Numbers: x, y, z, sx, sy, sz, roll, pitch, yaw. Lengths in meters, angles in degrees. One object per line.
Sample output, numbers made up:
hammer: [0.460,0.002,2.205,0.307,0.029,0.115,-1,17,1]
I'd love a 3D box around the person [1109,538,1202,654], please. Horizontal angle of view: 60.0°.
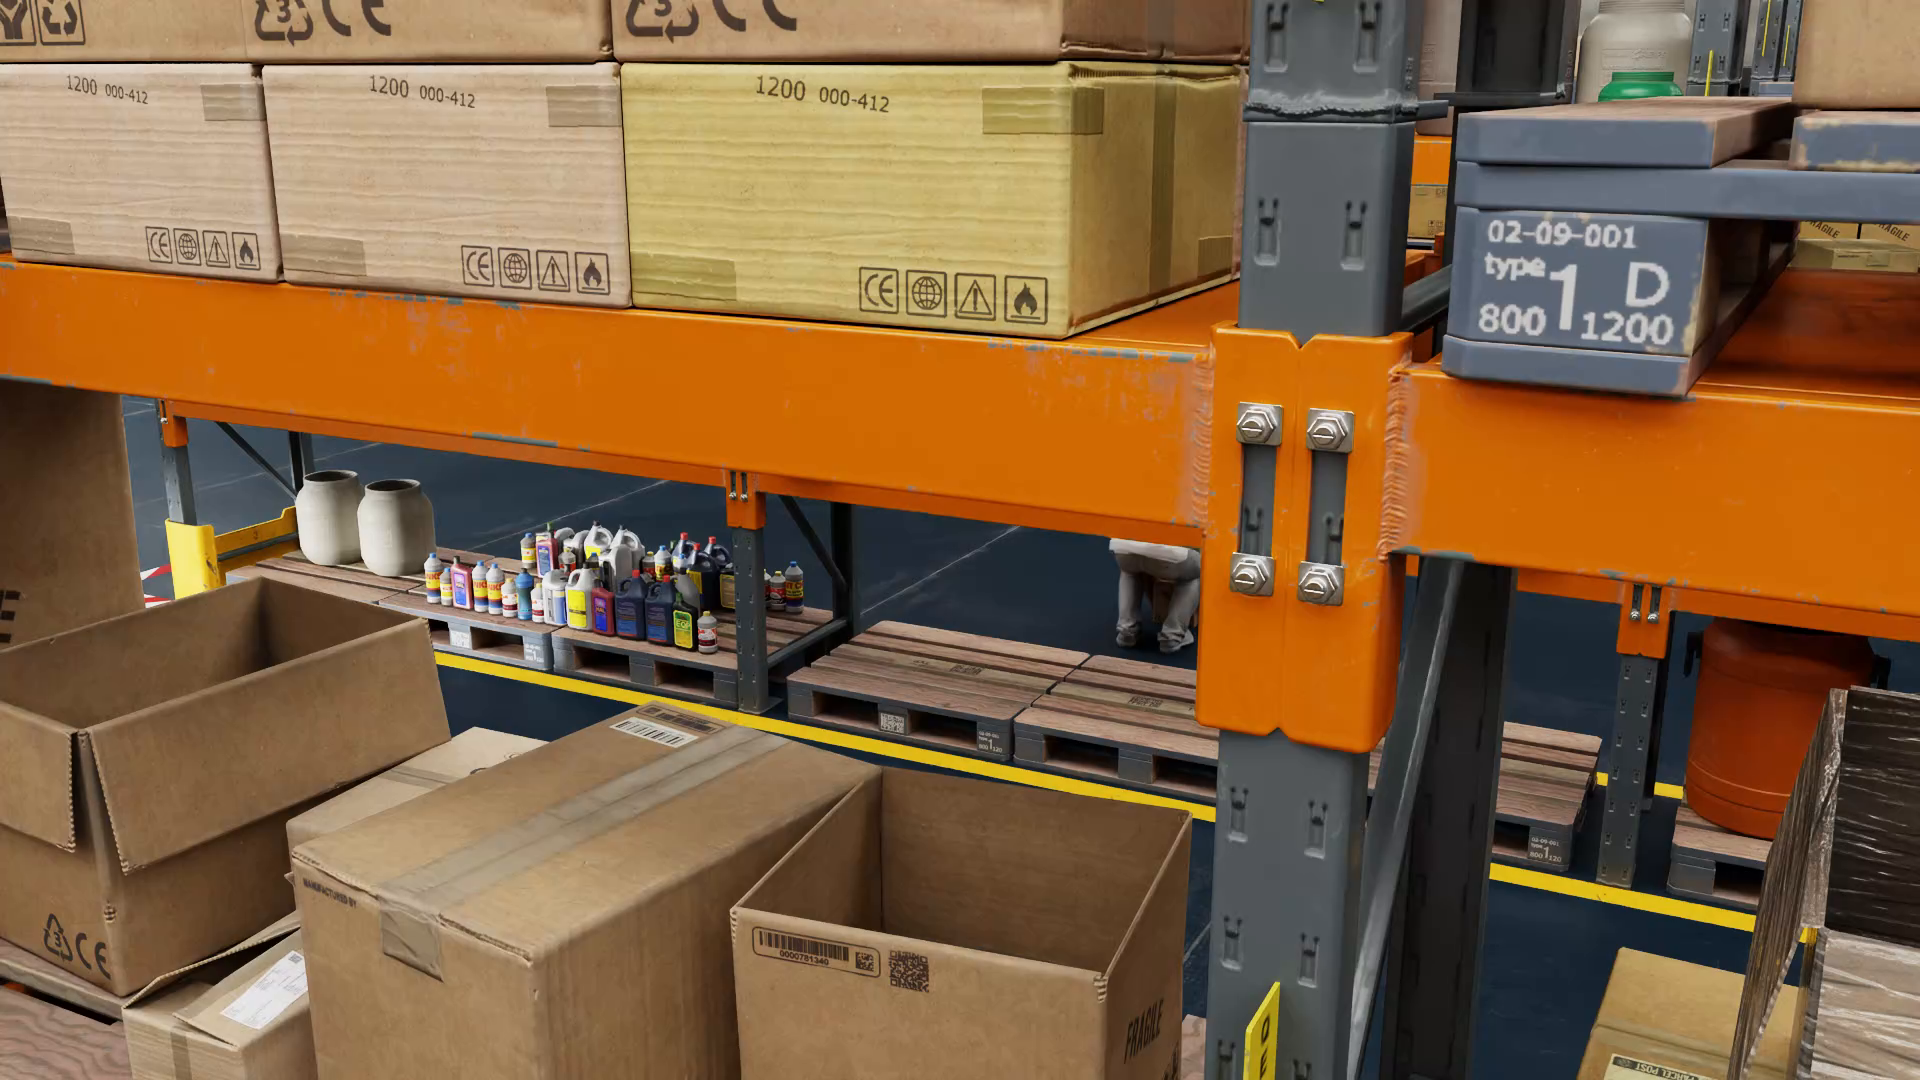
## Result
person: [1.128,0.144,9.253,0.518,0.840,0.980,7,17,24]
